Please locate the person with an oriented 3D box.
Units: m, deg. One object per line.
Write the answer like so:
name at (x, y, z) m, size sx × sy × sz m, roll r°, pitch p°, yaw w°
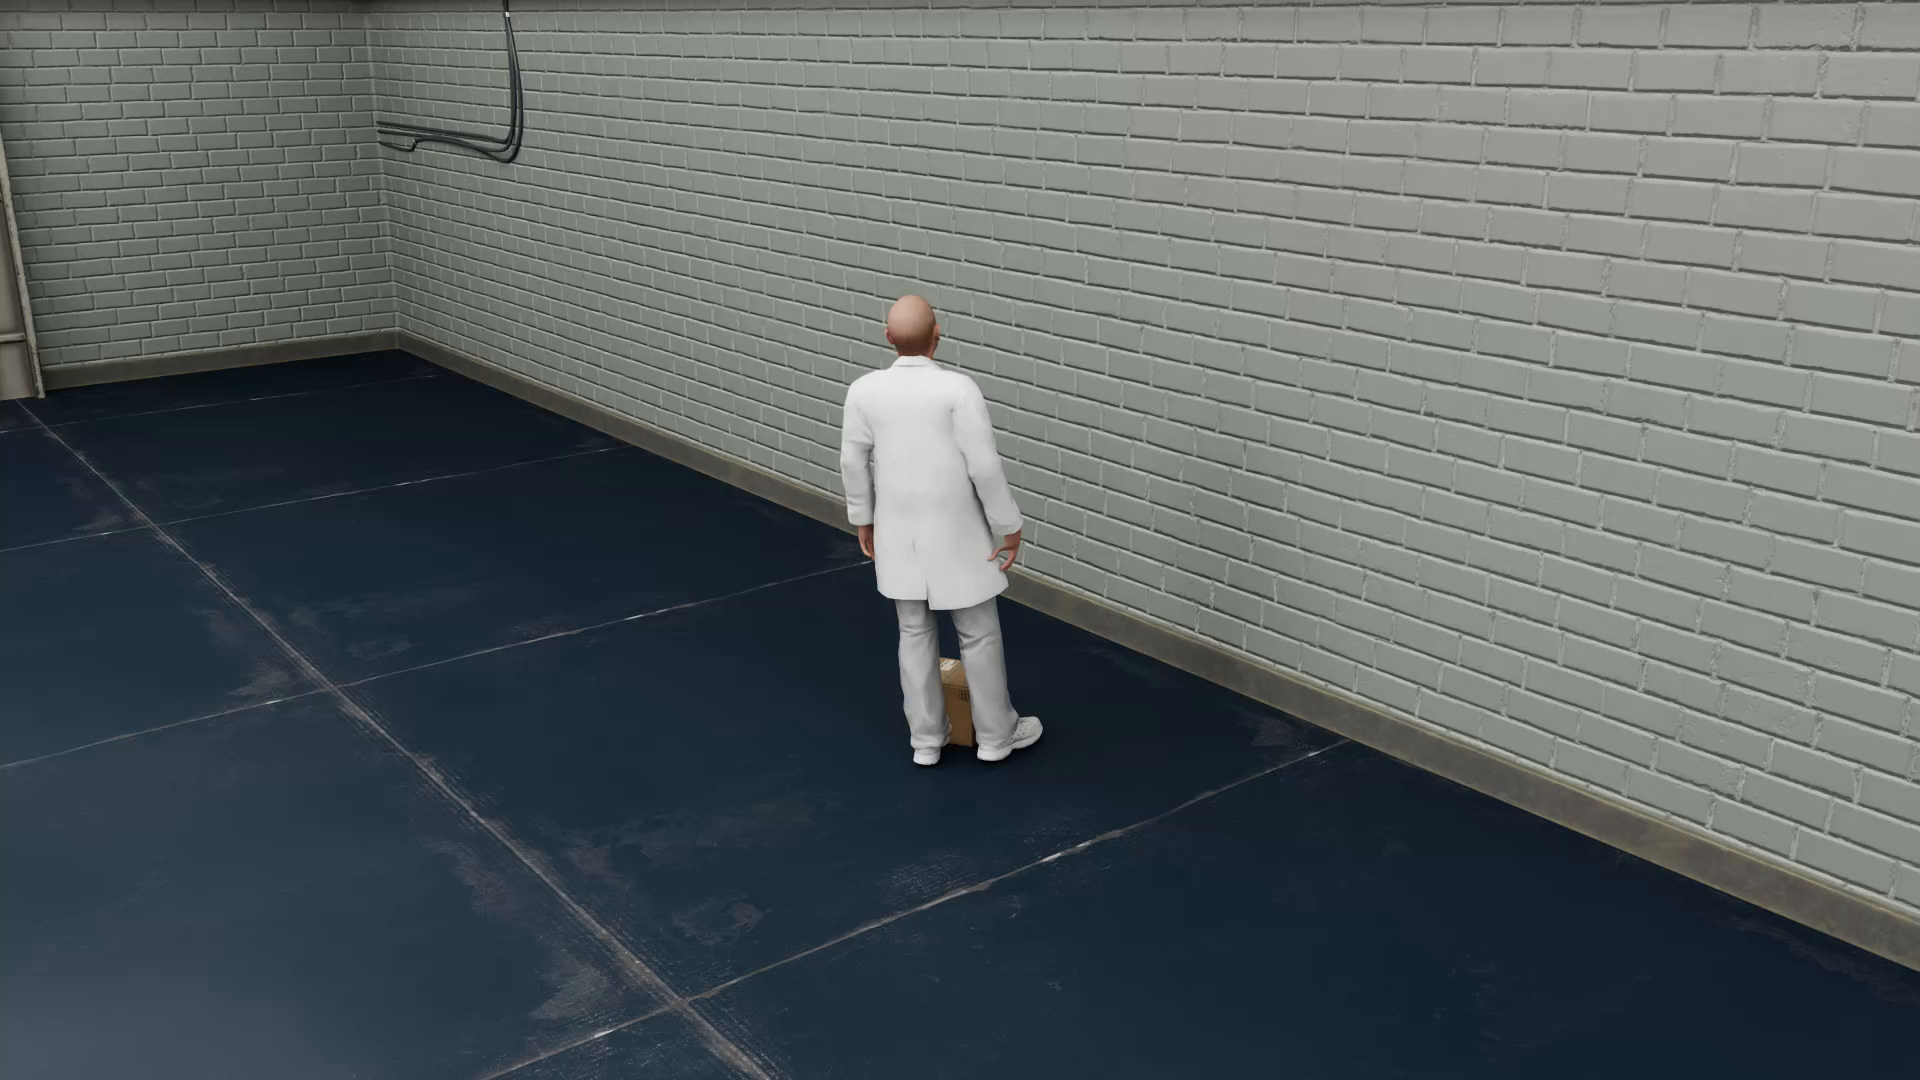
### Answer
person at (-0.068, -0.043, 6.183) m, size 0.698 × 1.779 × 0.578 m, roll 7°, pitch 19°, yaw 22°
